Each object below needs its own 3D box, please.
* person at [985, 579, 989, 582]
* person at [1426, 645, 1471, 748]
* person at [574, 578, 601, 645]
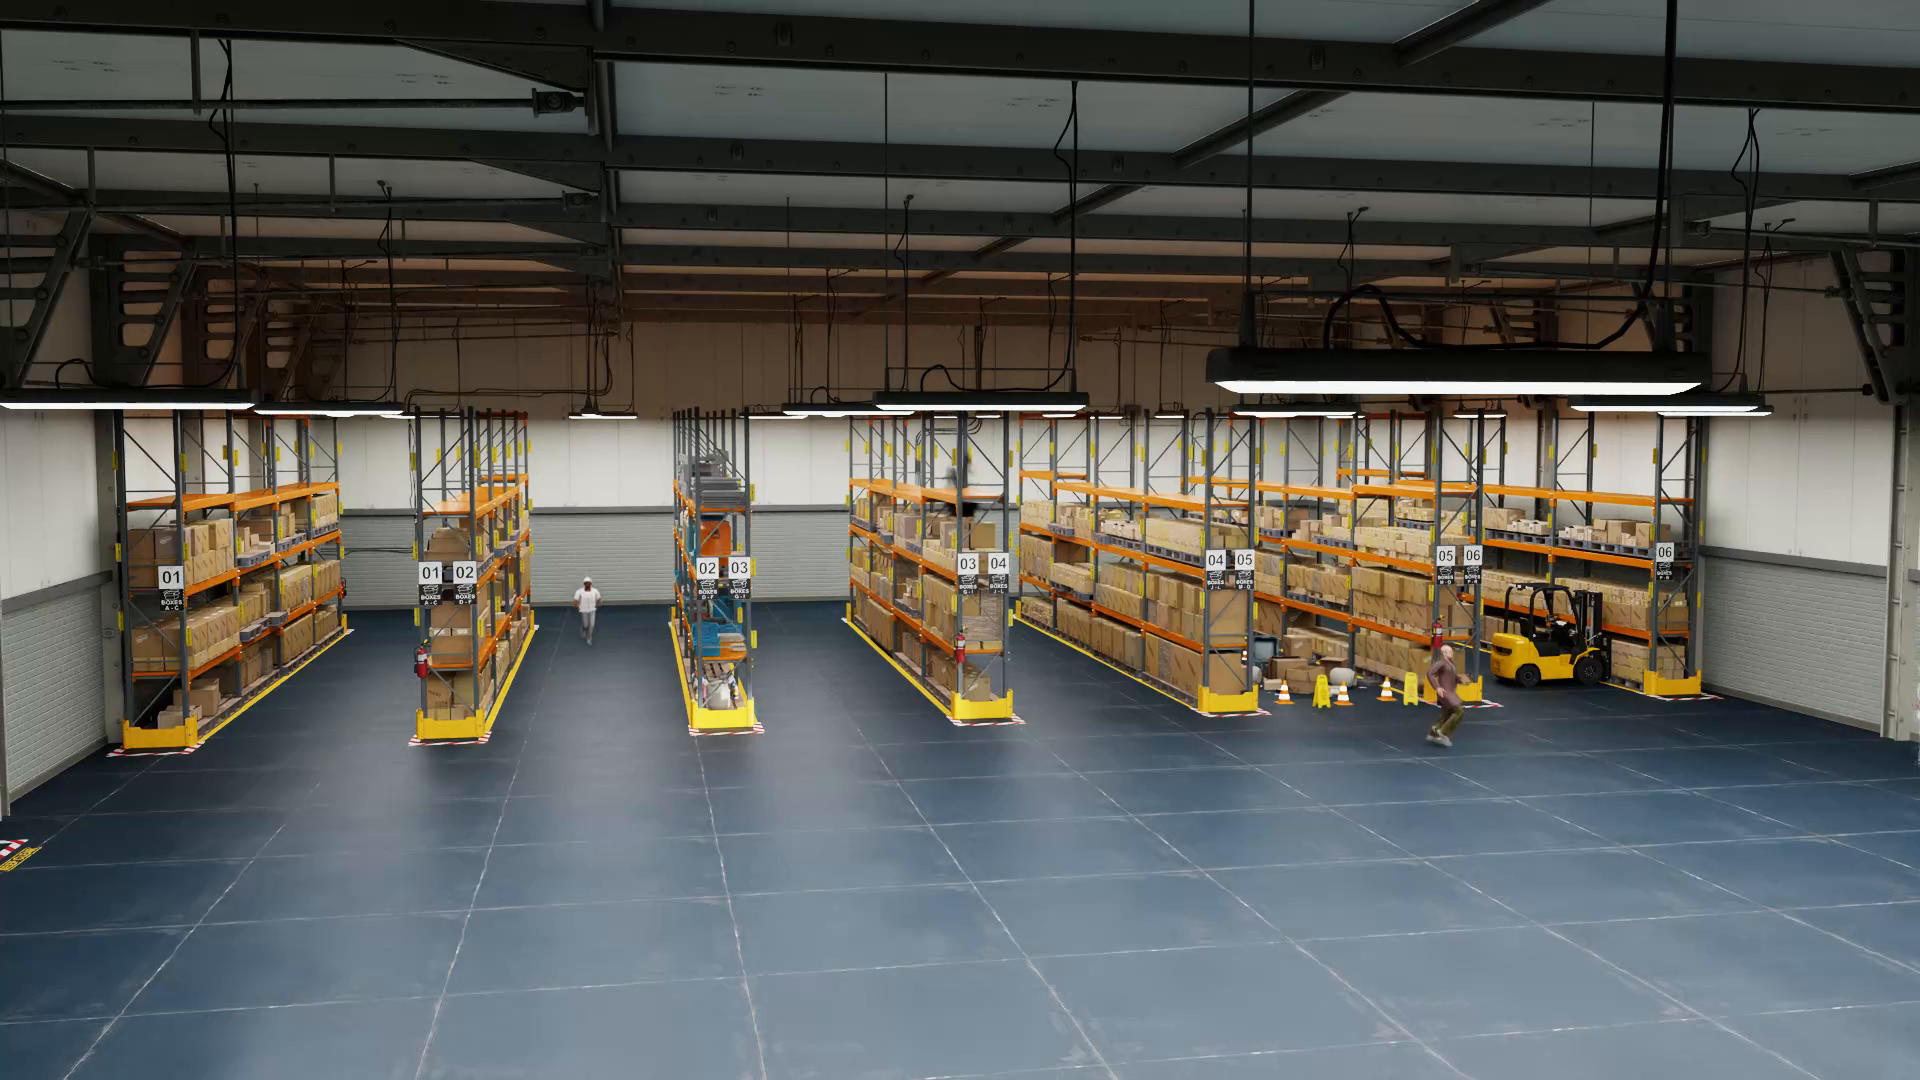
[{"bbox_3d":[0.858,1.673,46.405,0.637,1.538,0.932,0,4,-6],"label":"person"},{"bbox_3d":[8.610,2.755,29.336,0.762,1.790,0.675,2,5,28],"label":"person"},{"bbox_3d":[-9.590,1.825,42.856,0.702,1.726,0.592,-2,4,-22],"label":"person"}]
